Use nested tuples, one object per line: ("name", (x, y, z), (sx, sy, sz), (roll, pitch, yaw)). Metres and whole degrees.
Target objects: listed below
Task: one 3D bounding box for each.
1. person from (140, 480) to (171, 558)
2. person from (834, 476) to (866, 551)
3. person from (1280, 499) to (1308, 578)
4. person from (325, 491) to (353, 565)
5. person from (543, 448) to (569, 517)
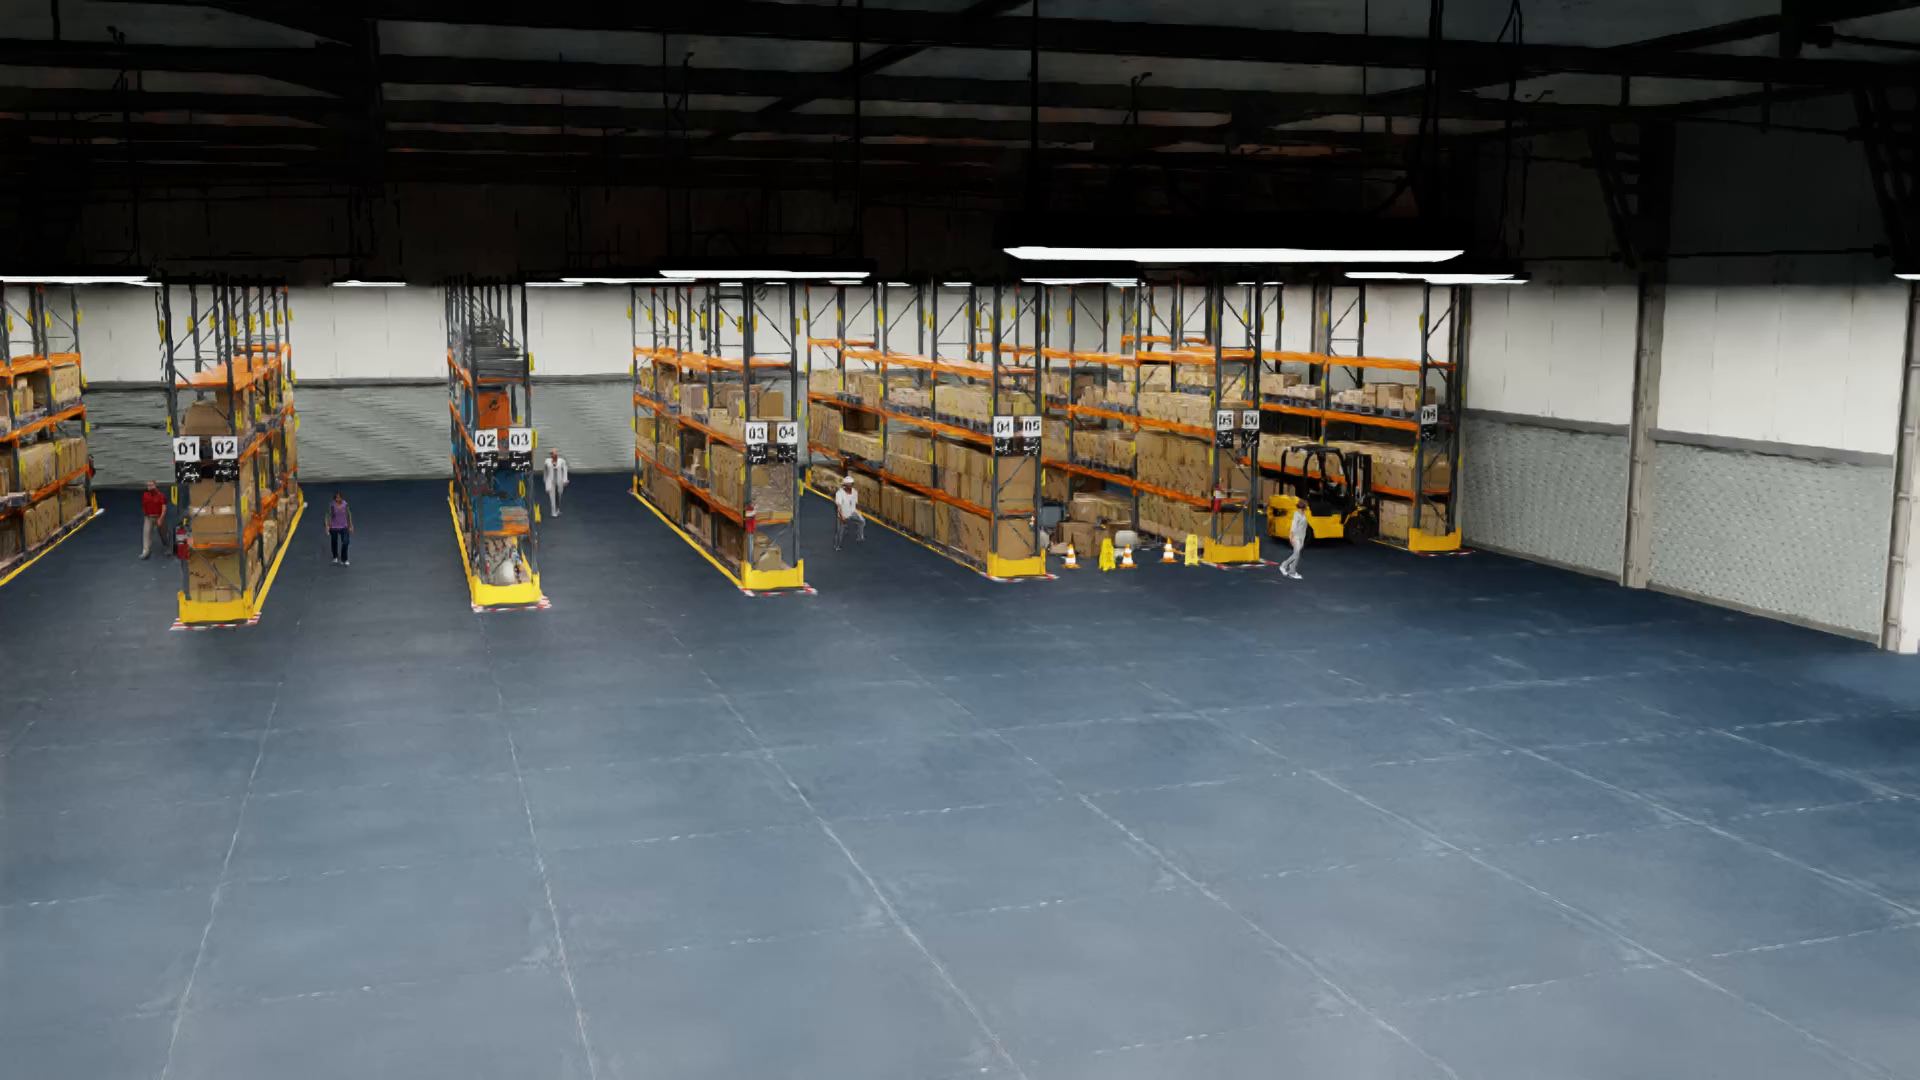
("person", (-17.210, -0.463, 35.552), (0.533, 1.656, 1.031), (-1, 9, -10))
("person", (-2.431, -0.550, 35.940), (0.569, 1.681, 1.031), (-4, 10, -27))
("person", (6.647, -0.036, 33.084), (0.489, 1.590, 0.478), (6, 10, 33))
("person", (-12.973, -0.271, 34.731), (0.542, 1.563, 0.613), (-4, 10, -26))
("person", (-10.213, -1.492, 42.014), (0.603, 1.668, 1.106), (-3, 9, -19))
